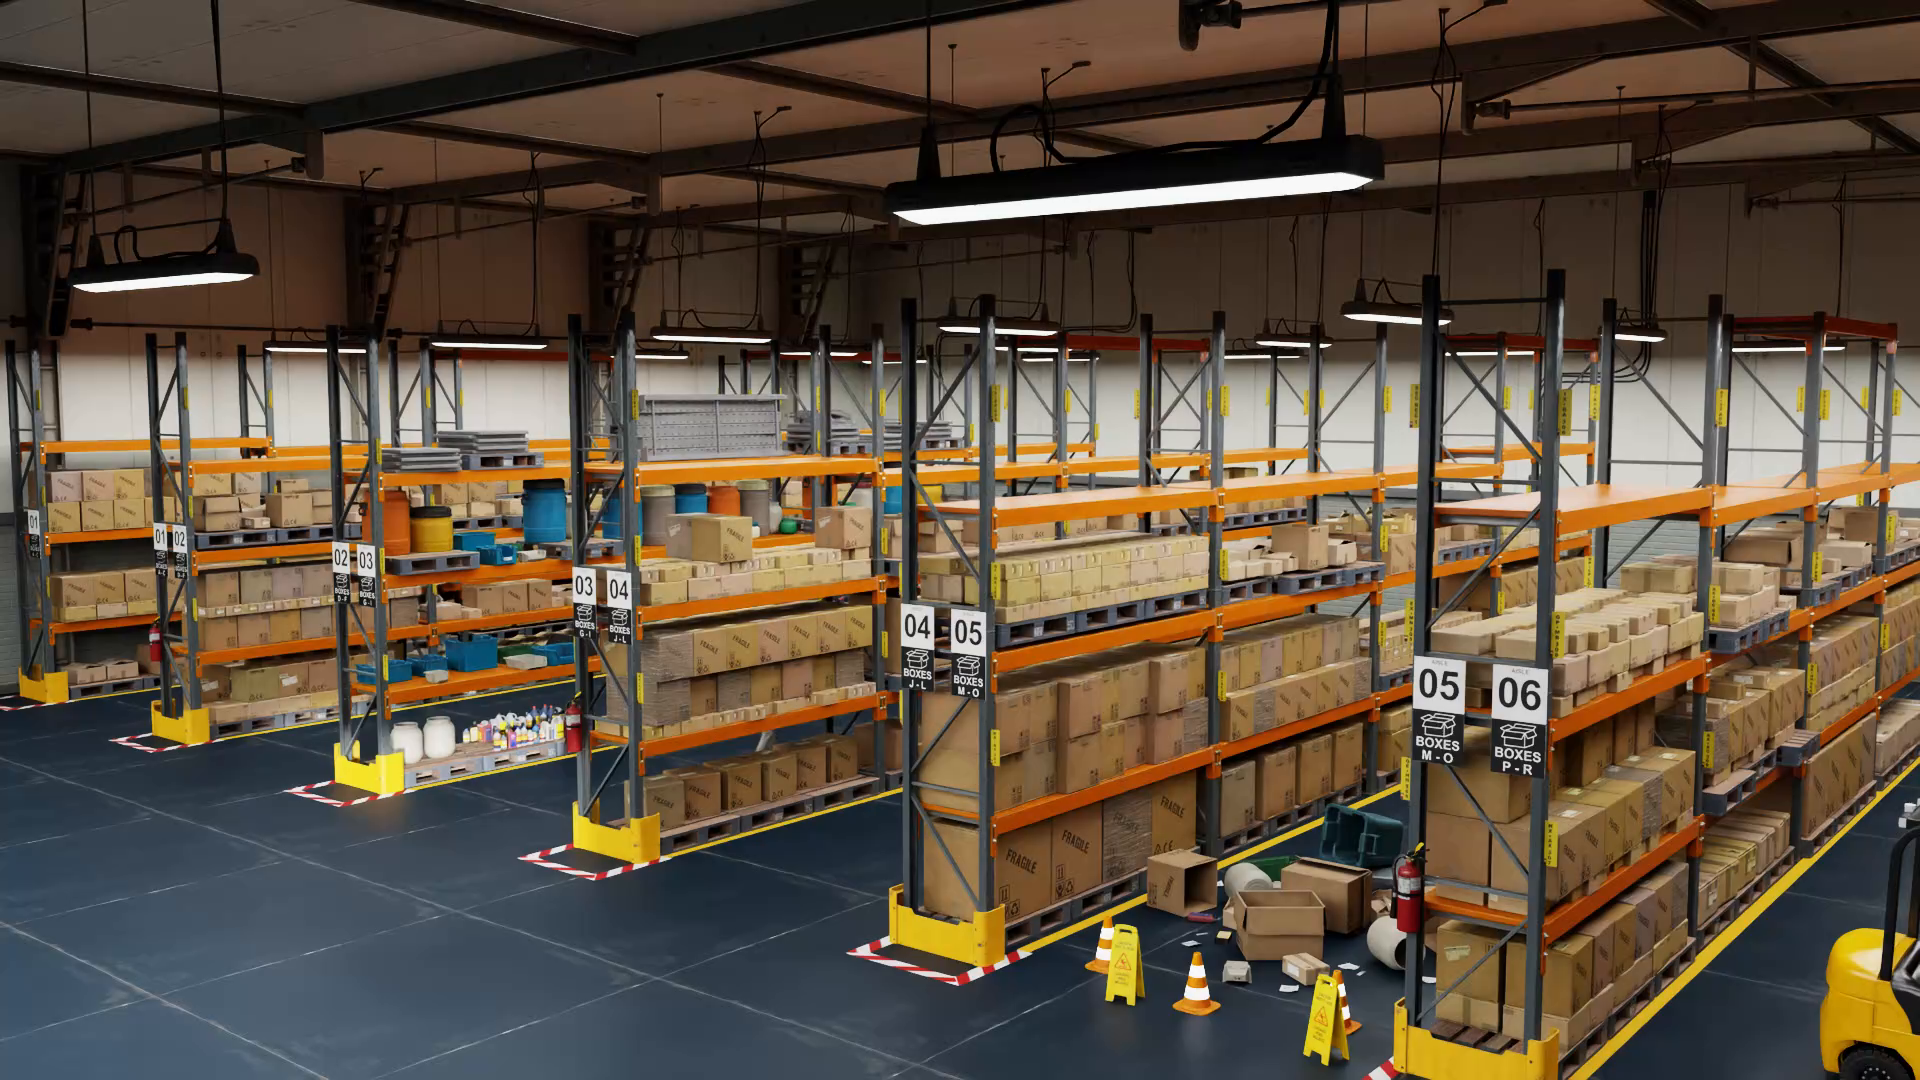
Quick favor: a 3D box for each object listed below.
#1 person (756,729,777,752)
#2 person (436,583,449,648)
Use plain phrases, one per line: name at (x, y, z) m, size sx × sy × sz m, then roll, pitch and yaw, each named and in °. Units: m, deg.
person at (-2.530, 2.297, 22.564) m, size 0.515 × 1.636 × 0.951 m, roll 3°, pitch 6°, yaw 28°
person at (-9.534, 1.567, 30.123) m, size 0.521 × 1.770 × 0.593 m, roll -5°, pitch 7°, yaw -41°
